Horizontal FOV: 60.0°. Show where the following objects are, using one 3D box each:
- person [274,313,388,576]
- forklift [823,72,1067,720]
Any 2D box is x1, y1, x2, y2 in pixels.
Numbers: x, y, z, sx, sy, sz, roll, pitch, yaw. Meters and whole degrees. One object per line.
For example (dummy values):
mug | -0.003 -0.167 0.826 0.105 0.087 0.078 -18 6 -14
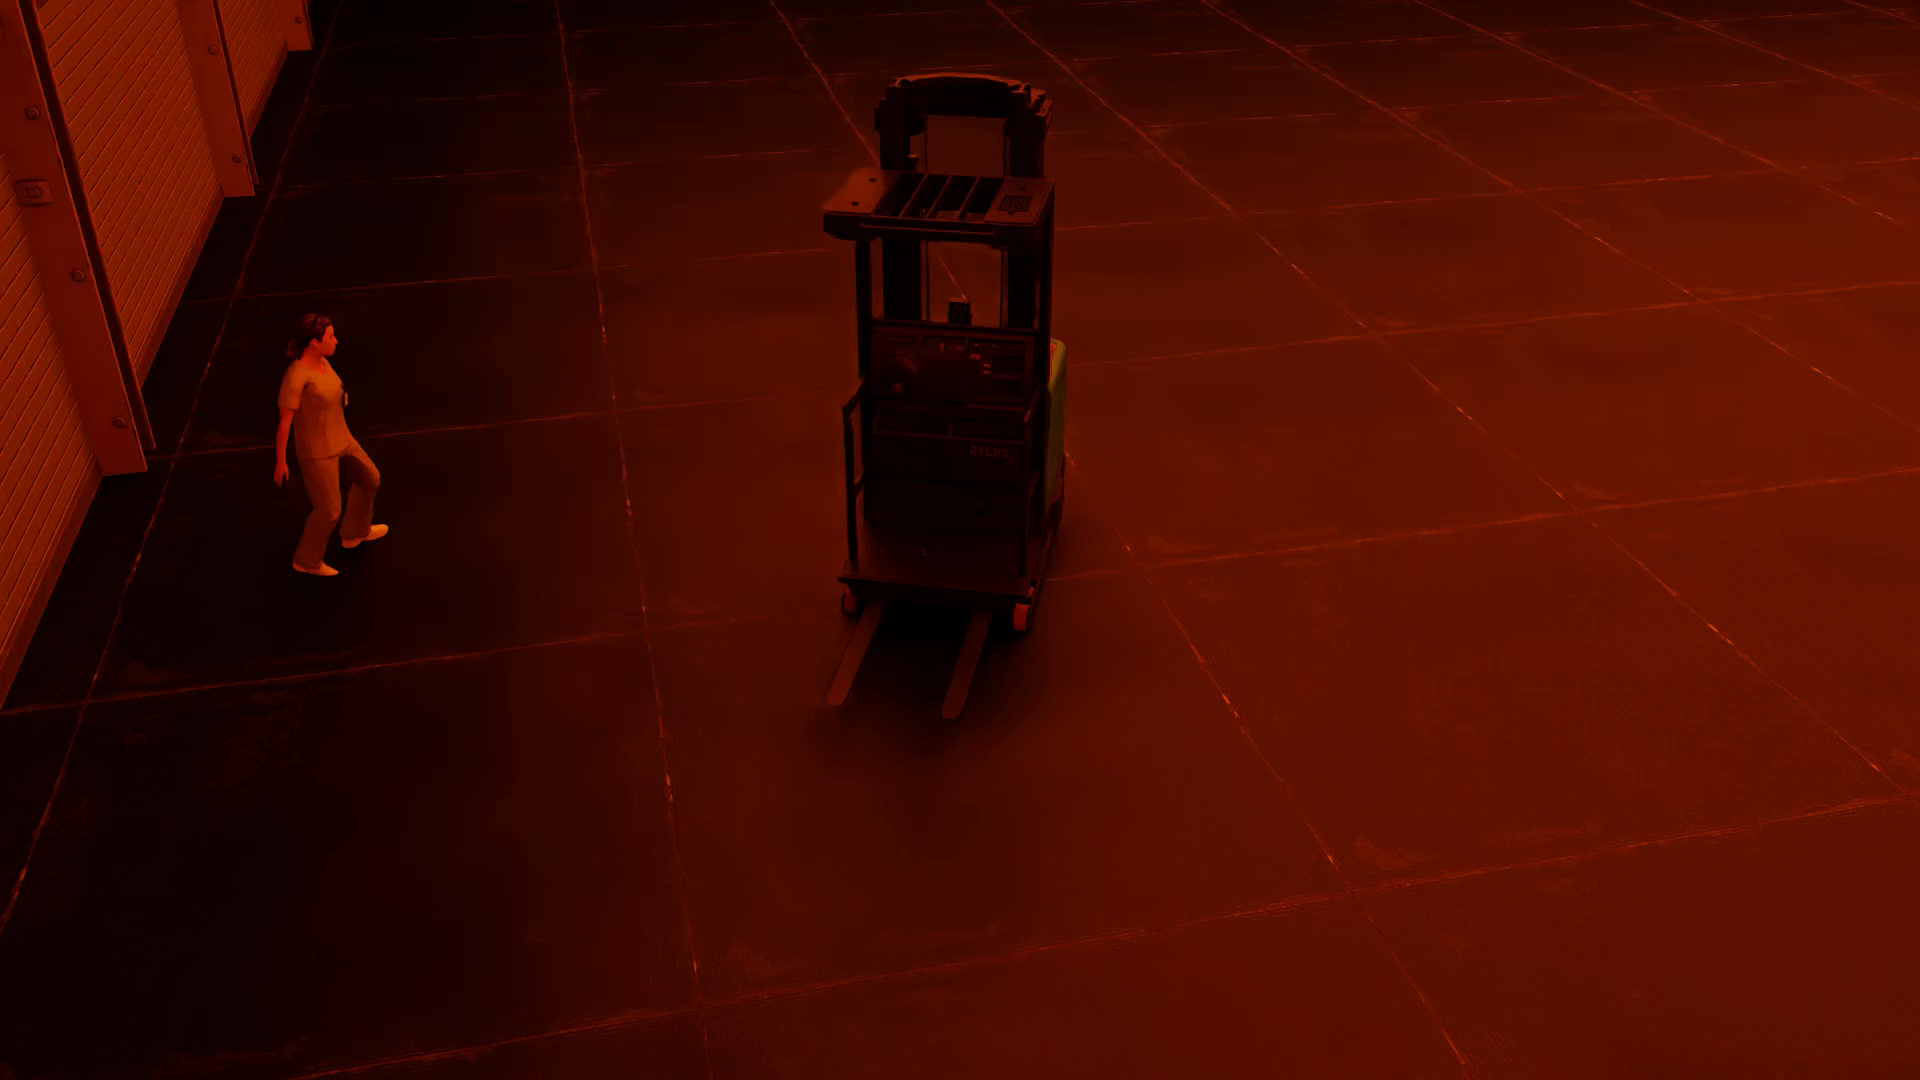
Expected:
person | -3.827 -0.548 9.885 0.461 1.651 0.800 6 31 10
forklift | -0.083 -0.936 9.192 1.130 2.935 3.031 5 30 9
